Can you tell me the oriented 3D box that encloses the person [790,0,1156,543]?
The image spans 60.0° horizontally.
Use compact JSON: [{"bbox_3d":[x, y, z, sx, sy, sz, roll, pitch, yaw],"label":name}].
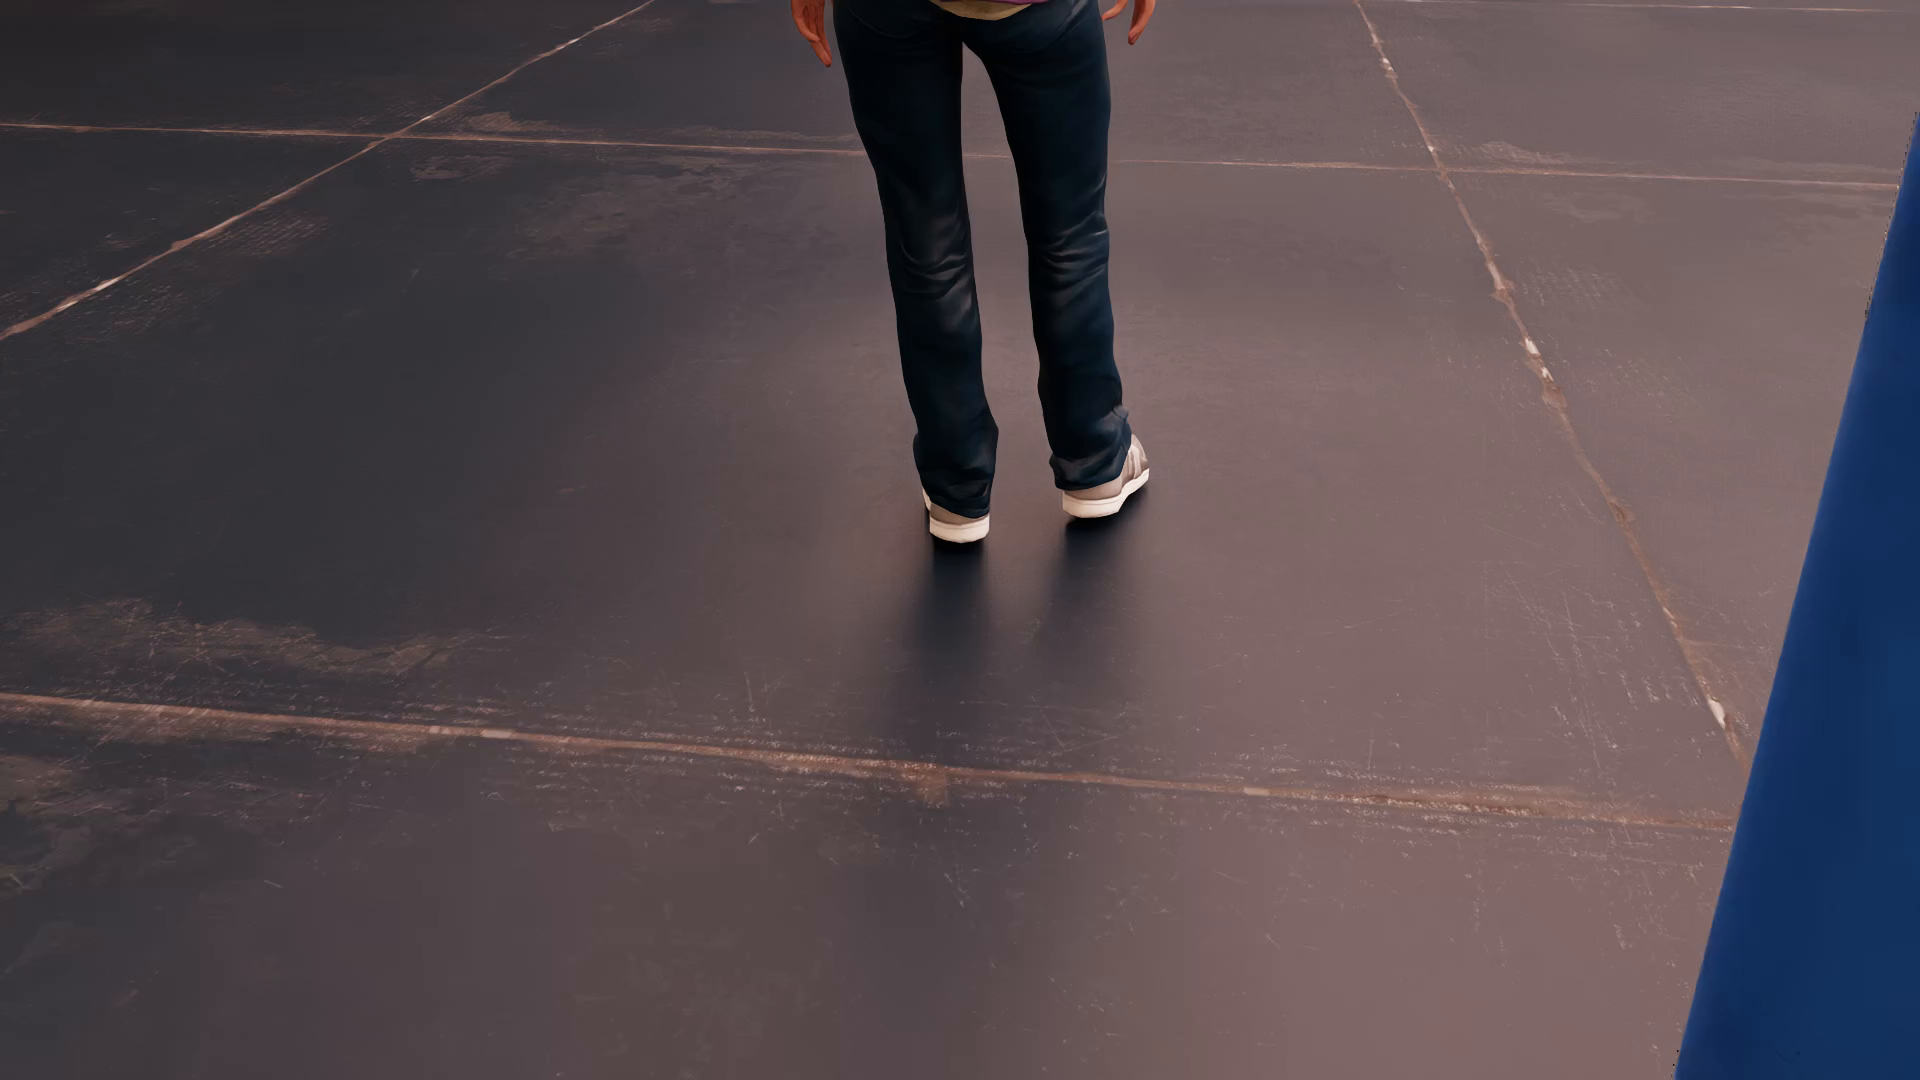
[{"bbox_3d":[0.023,-0.753,2.204,0.520,1.596,0.475,3,27,7],"label":"person"}]
